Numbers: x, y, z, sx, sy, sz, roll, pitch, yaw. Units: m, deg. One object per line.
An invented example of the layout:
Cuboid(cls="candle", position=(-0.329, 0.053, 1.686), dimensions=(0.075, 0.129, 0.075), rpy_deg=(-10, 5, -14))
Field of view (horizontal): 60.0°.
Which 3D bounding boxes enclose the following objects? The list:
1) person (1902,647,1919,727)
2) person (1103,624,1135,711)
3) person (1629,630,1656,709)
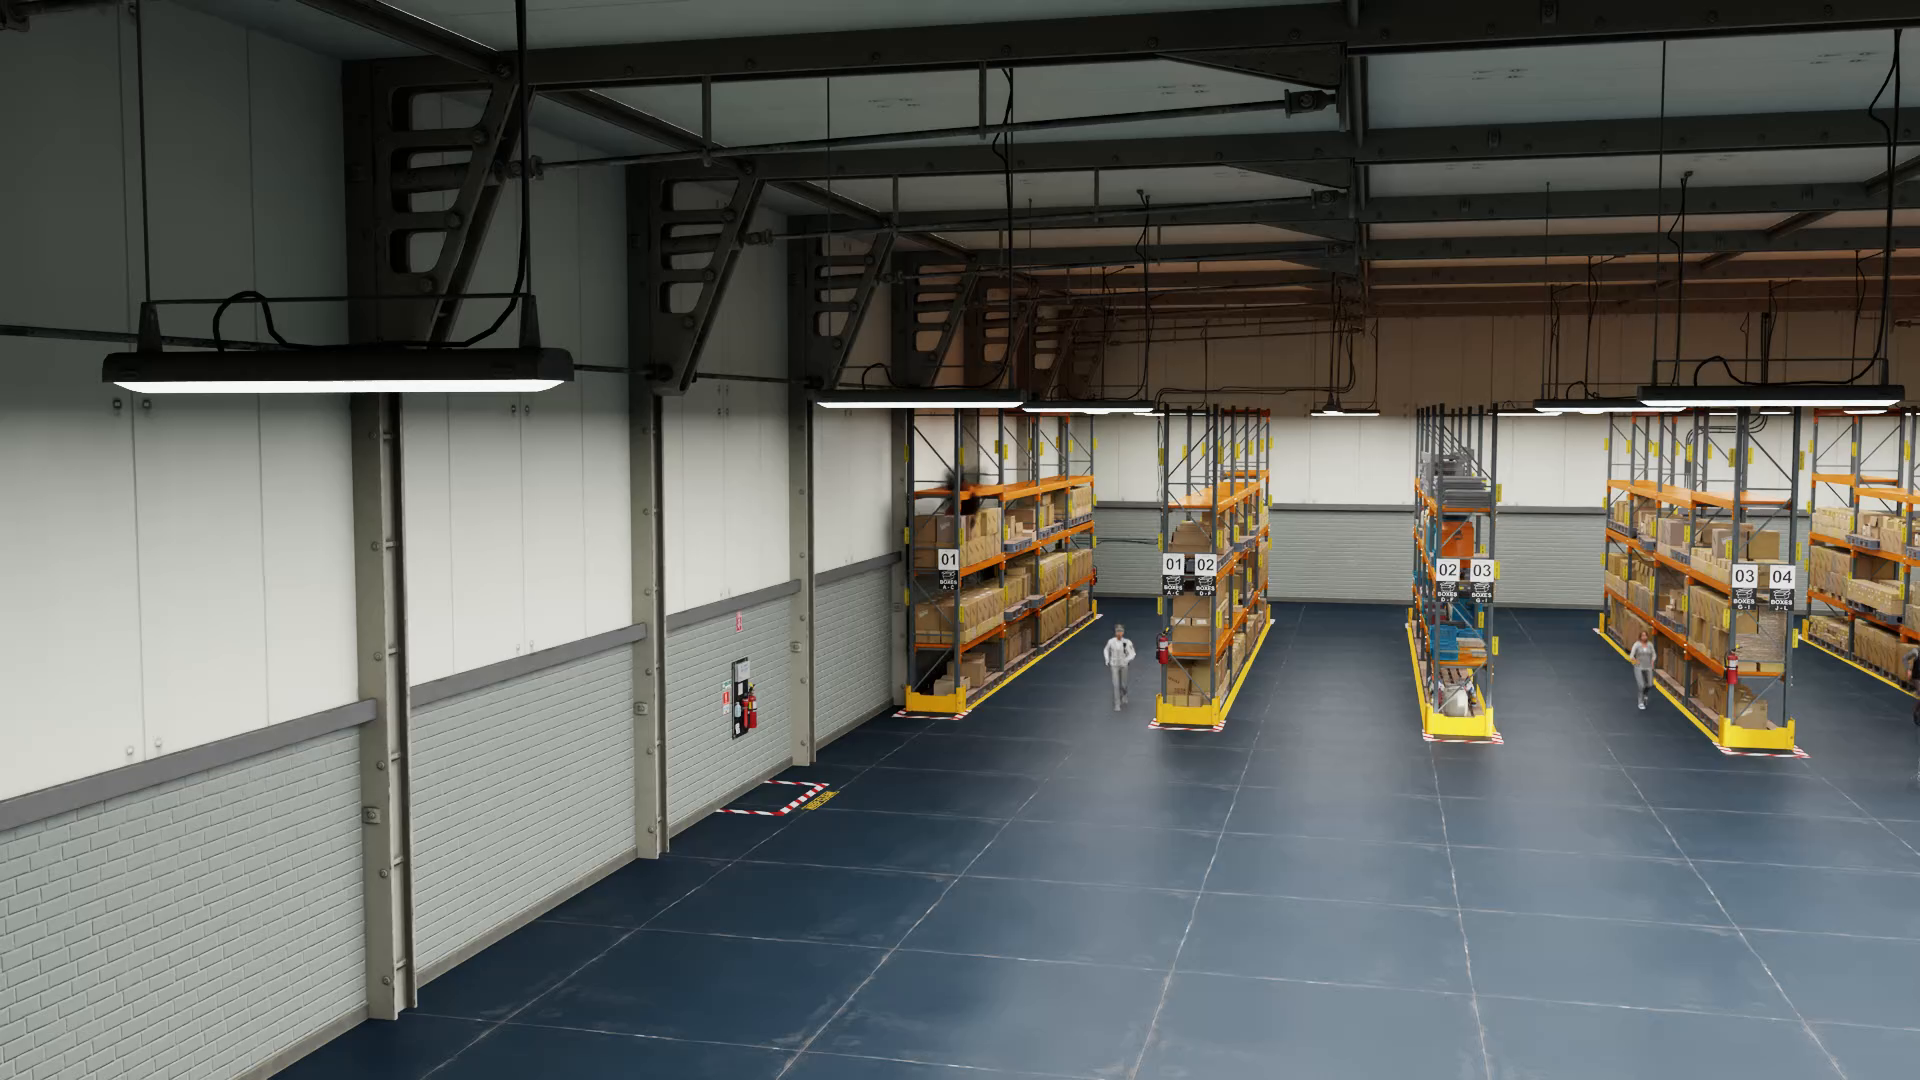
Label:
Cuboid(cls="person", position=(17.903, 2.619, 30.817), dimensions=(0.644, 1.699, 0.642), rpy_deg=(0, 4, 5))
Cuboid(cls="person", position=(3.136, 2.493, 32.803), dimensions=(0.637, 1.676, 0.784), rpy_deg=(1, 4, 11))
Cuboid(cls="person", position=(13.482, 2.567, 32.796), dimensions=(0.530, 1.533, 0.552), rpy_deg=(1, 4, 9))
